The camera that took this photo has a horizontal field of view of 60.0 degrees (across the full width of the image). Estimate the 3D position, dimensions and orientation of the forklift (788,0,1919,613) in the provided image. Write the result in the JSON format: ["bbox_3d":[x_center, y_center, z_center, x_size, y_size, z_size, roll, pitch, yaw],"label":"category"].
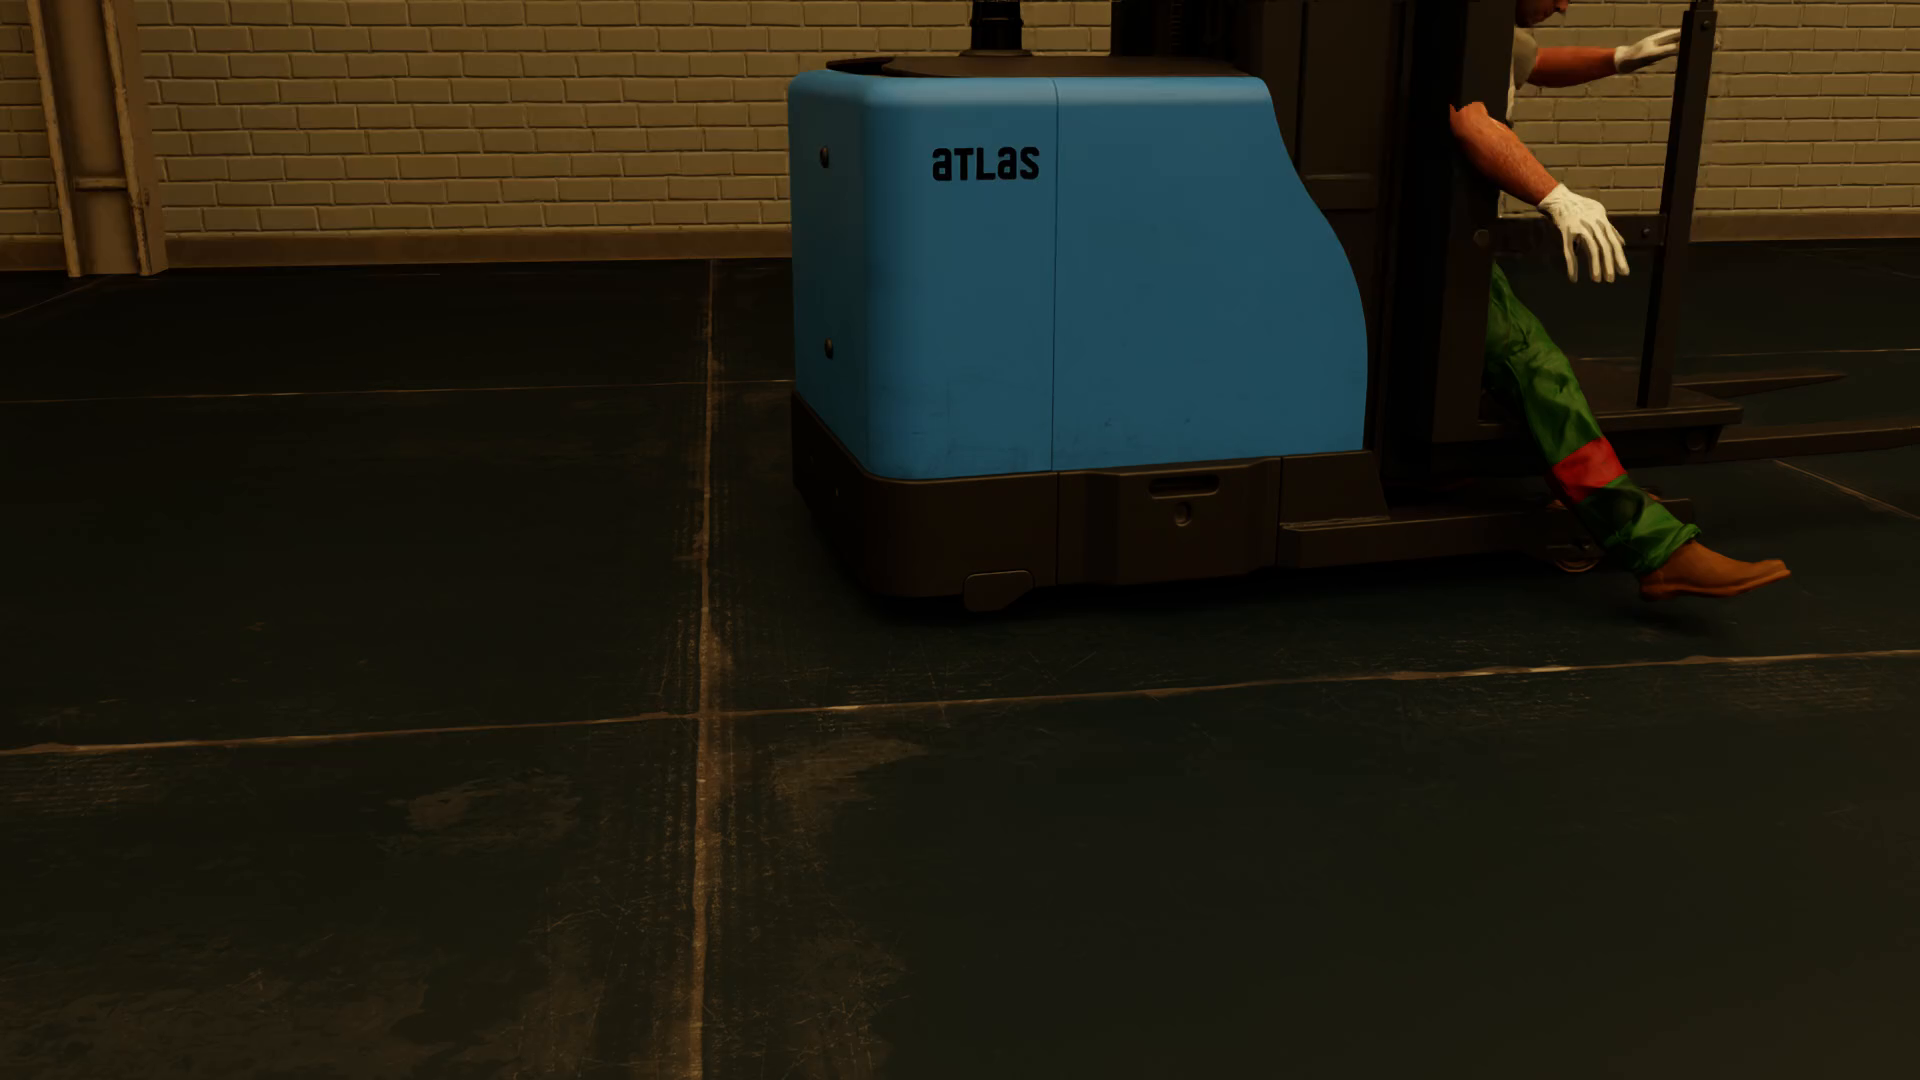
[{"bbox_3d":[1.155,-1.472,3.770,3.031,2.935,1.130,-4,17,-15],"label":"forklift"}]

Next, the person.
[{"bbox_3d":[1.352,-0.670,3.670,1.024,1.460,1.042,8,18,24],"label":"person"}]
